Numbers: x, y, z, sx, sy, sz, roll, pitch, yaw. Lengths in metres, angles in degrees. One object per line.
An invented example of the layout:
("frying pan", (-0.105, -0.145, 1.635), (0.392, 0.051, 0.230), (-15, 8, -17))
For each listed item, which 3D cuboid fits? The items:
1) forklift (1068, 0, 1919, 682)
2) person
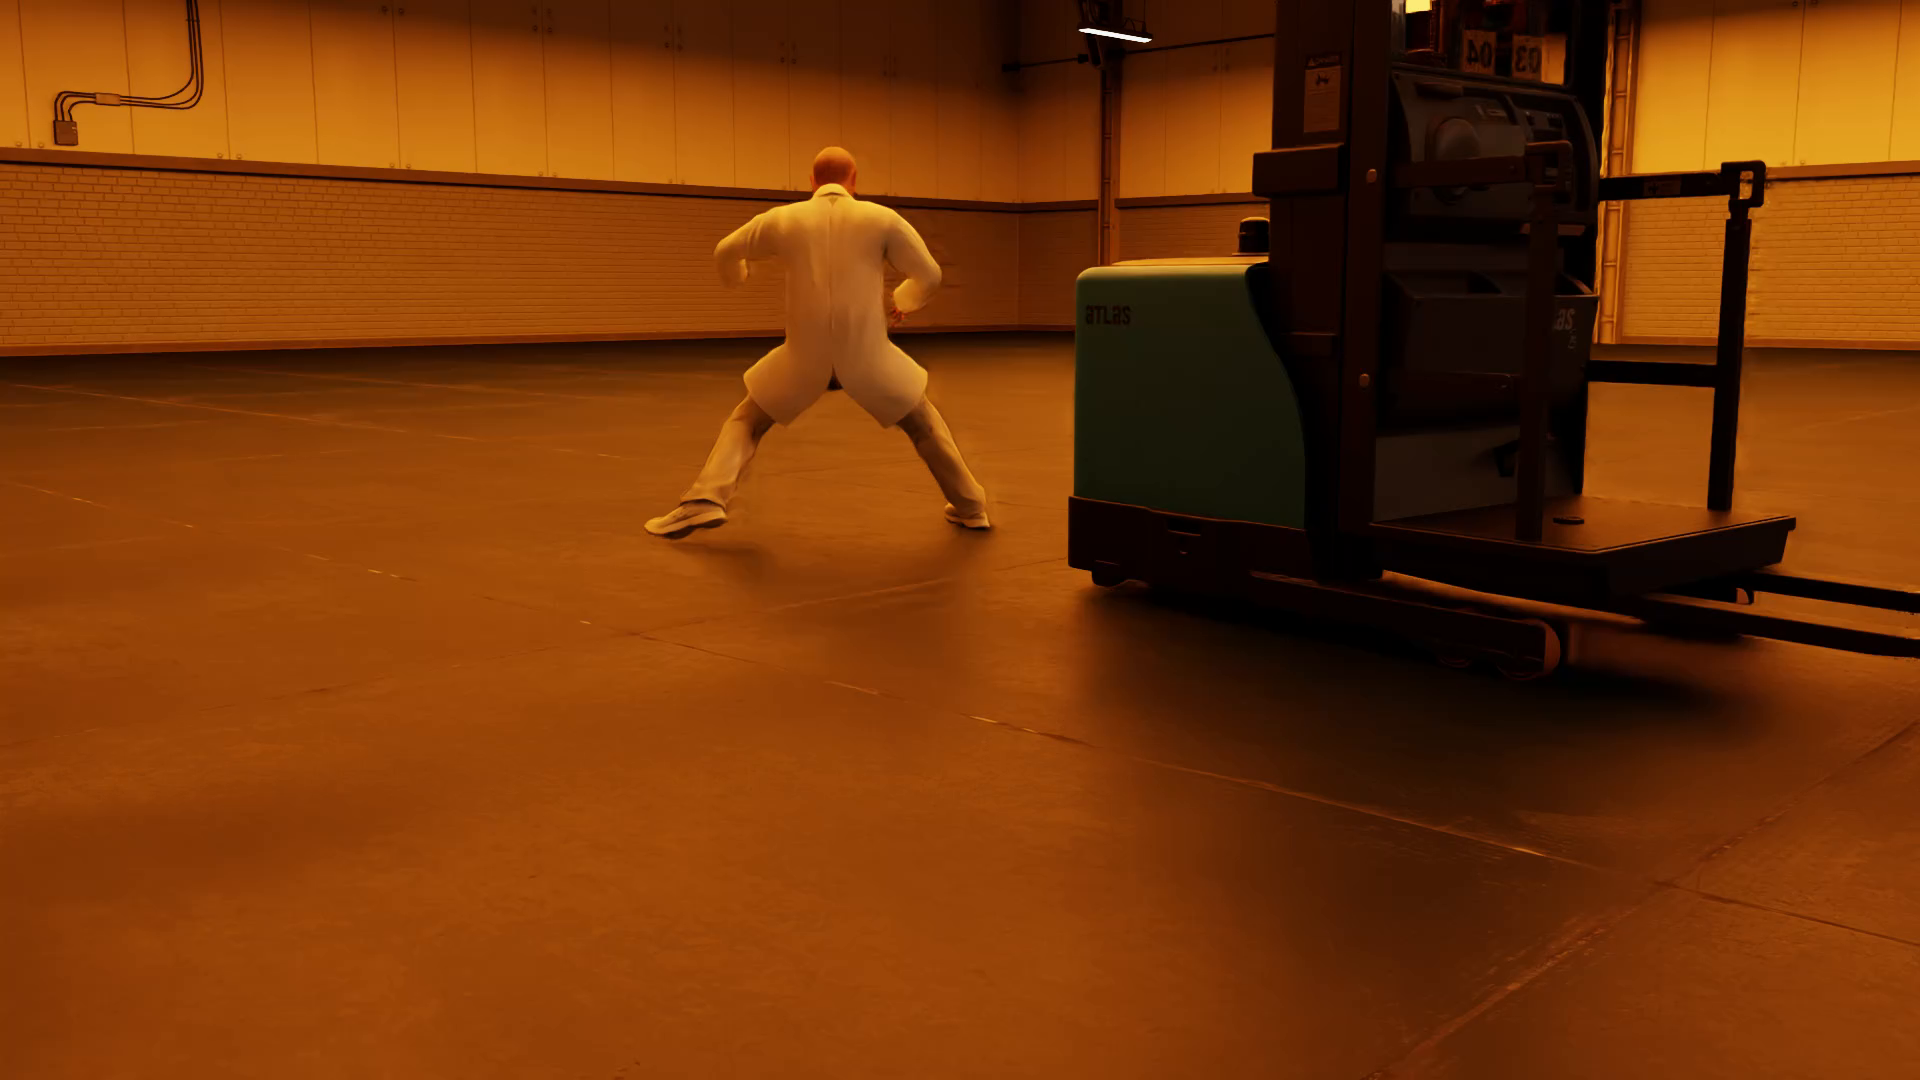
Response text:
("forklift", (1.681, -1.167, 4.625), (1.130, 2.935, 3.031), (-7, 11, -38))
("person", (-0.564, -0.798, 6.799), (1.364, 1.553, 0.888), (0, 9, 2))
